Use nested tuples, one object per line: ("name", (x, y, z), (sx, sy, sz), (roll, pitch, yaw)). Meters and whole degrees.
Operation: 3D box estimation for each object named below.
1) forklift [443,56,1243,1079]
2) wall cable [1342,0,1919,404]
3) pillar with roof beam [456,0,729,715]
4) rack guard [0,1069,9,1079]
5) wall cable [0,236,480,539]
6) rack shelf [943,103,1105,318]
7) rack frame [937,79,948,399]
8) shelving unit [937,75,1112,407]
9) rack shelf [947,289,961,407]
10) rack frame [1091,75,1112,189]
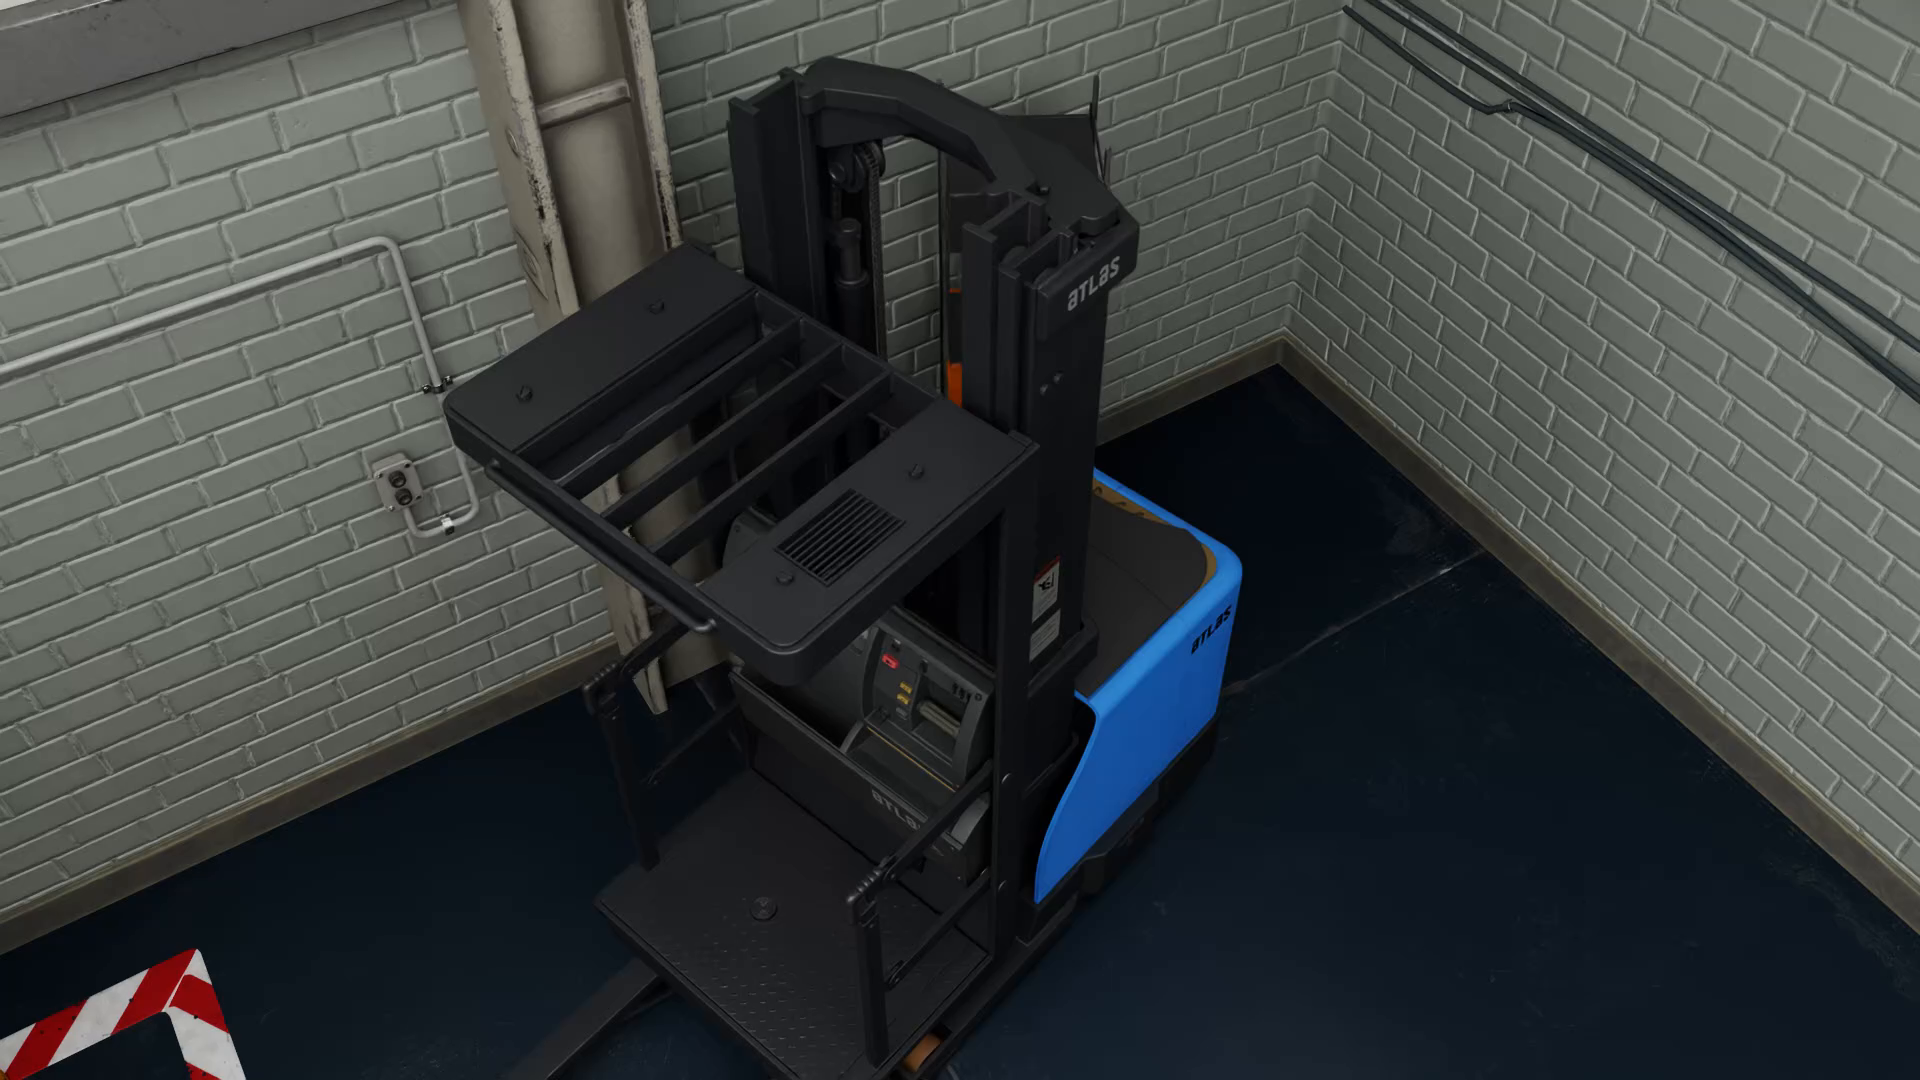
("forklift", (-0.439, 0.389, 4.387), (1.130, 2.935, 3.031), (33, 56, 26))
("wall cable", (2.116, -1.896, 4.437), (0.112, 2.526, 3.097), (-25, 53, -21))
("pillar with roof beam", (1.260, 0.196, 0.495), (0.400, 9.000, 9.100), (-25, 53, -21))
("rack guard", (-2.838, 1.916, 4.654), (0.348, 0.500, 1.175), (-25, 53, -21))
("wall cable", (-2.280, -0.351, 4.319), (1.851, 1.984, 0.084), (-25, 53, -21))
("rack shelf", (0.188, -1.047, 5.302), (0.480, 0.518, 0.431), (-2, 48, -2))
("rack frame", (-0.056, -0.583, 5.808), (0.015, 2.100, 0.400), (-2, 48, -2))
("shelving unit", (0.188, -0.590, 5.815), (0.503, 2.100, 0.431), (-2, 48, -2))
("rack shelf", (0.188, -0.581, 5.825), (0.480, 0.518, 0.431), (-2, 48, -2))
("rack frame", (0.432, -0.598, 5.822), (0.015, 2.100, 0.400), (-2, 48, -2))
